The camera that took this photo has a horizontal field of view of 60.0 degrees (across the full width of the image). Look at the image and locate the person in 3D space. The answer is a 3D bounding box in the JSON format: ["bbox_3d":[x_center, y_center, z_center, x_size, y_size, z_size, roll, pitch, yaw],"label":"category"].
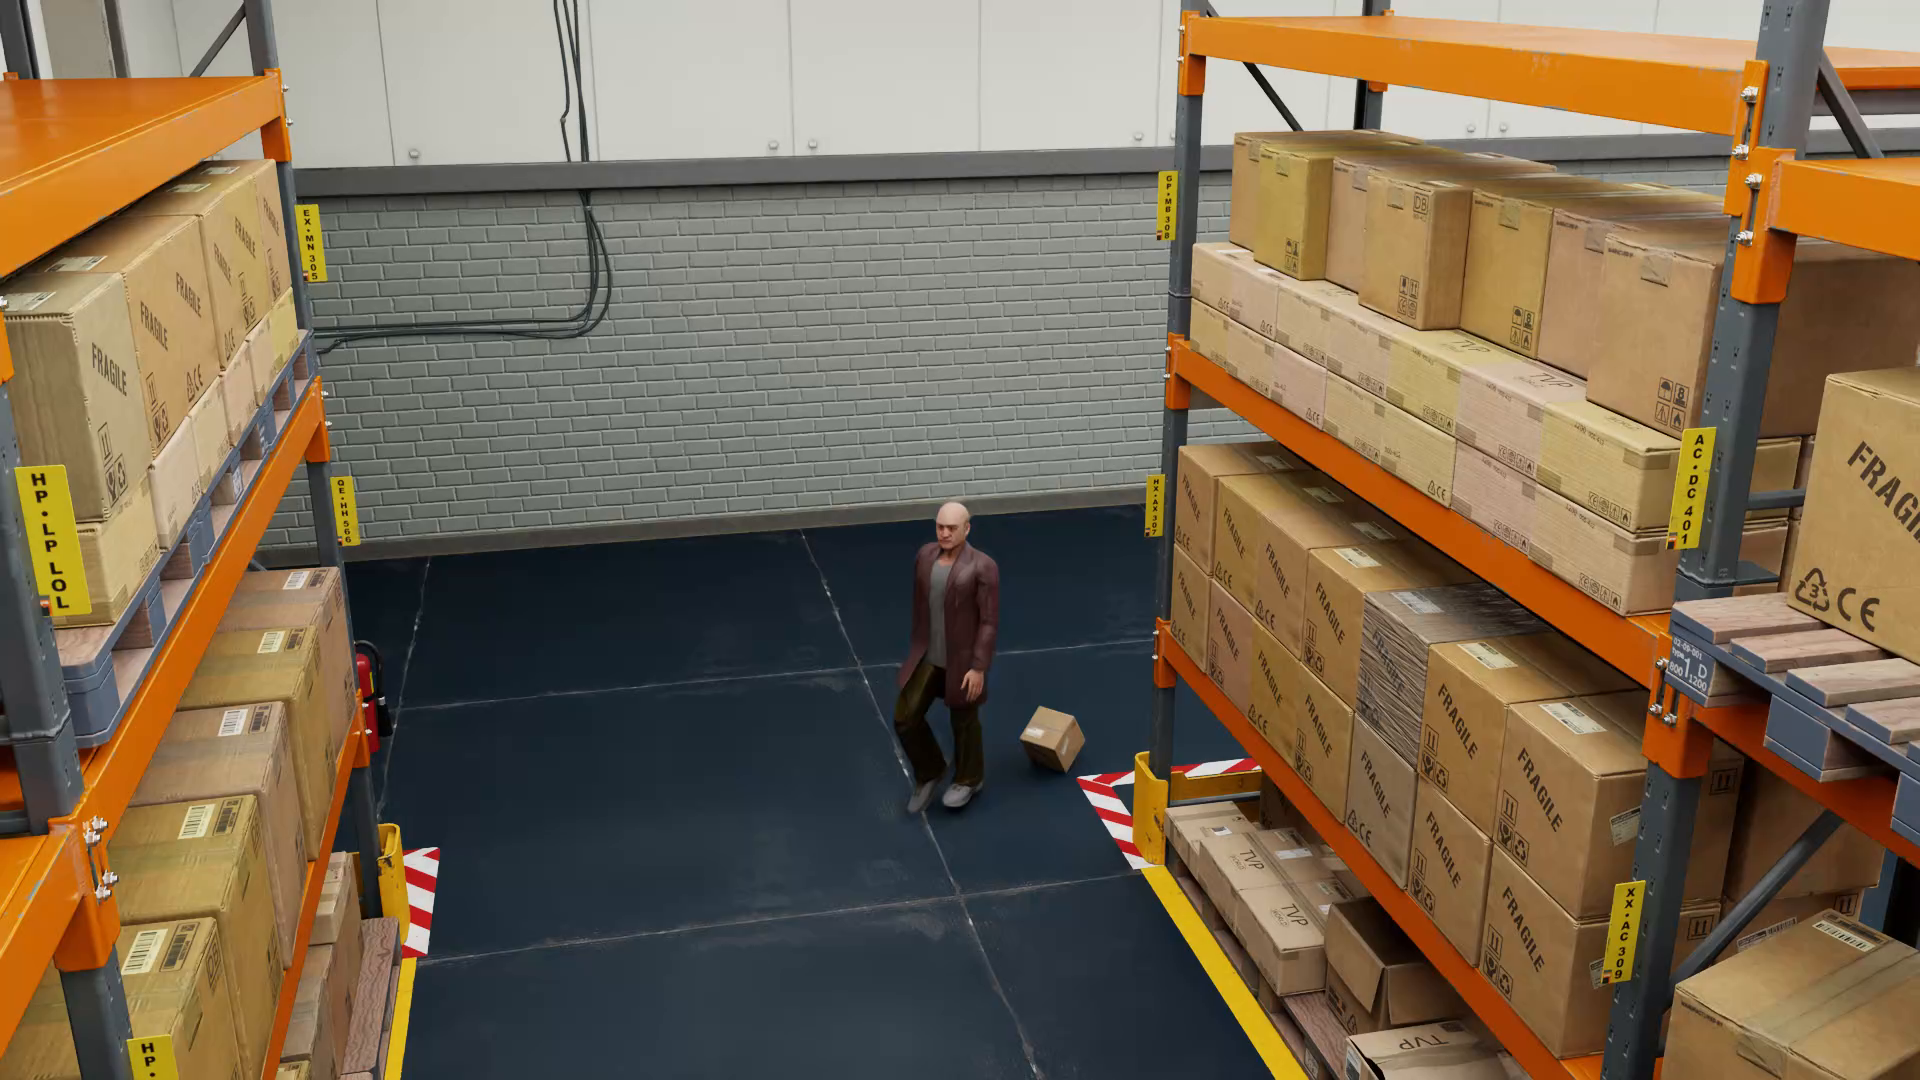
[{"bbox_3d":[-0.068,0.678,9.153,0.620,1.833,0.541,10,22,27],"label":"person"}]
